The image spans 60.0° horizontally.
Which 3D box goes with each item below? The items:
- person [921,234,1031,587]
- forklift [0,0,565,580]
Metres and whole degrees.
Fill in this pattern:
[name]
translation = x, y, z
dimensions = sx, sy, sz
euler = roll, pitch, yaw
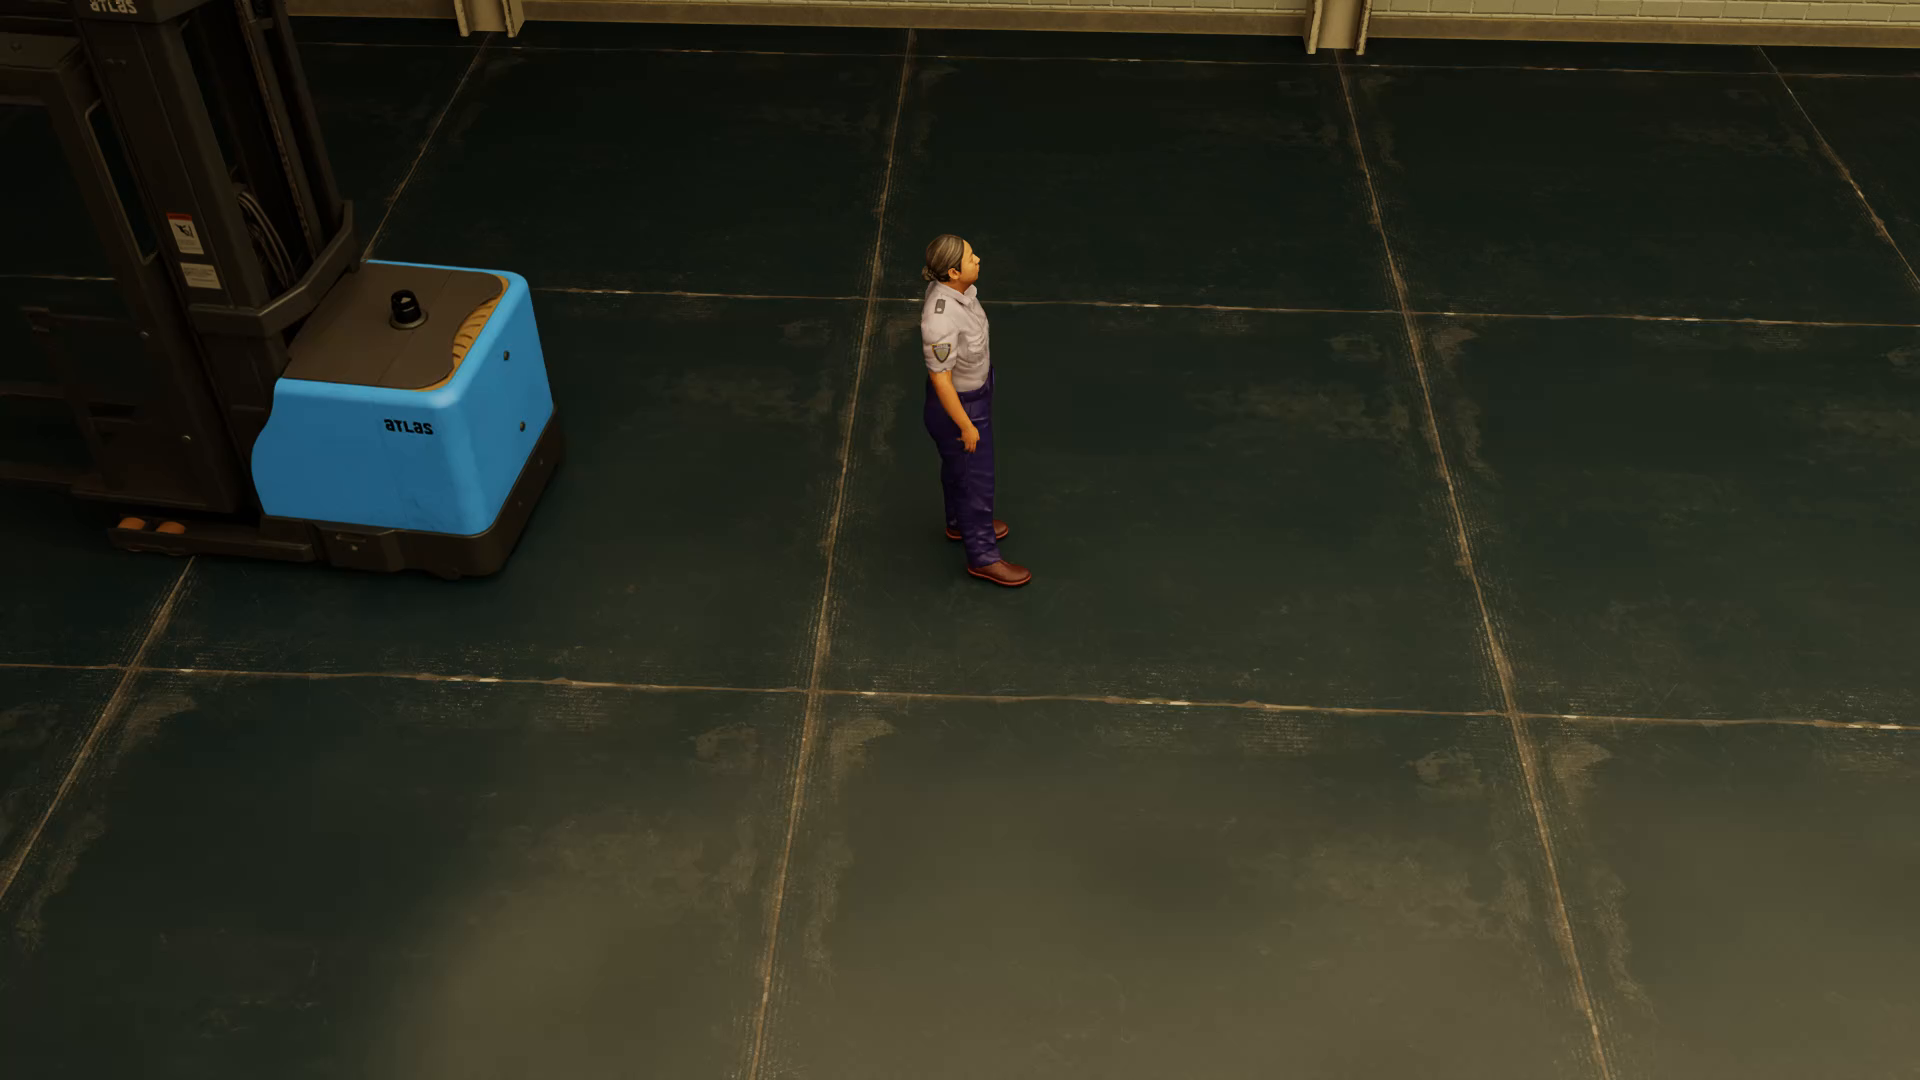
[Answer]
[person]
translation = 0.088, -0.596, 7.336
dimensions = 0.503, 1.650, 0.599
euler = 2, 42, 2
[forklift]
translation = -3.540, -1.354, 7.226
dimensions = 3.031, 2.935, 1.130
euler = 6, 43, 6
